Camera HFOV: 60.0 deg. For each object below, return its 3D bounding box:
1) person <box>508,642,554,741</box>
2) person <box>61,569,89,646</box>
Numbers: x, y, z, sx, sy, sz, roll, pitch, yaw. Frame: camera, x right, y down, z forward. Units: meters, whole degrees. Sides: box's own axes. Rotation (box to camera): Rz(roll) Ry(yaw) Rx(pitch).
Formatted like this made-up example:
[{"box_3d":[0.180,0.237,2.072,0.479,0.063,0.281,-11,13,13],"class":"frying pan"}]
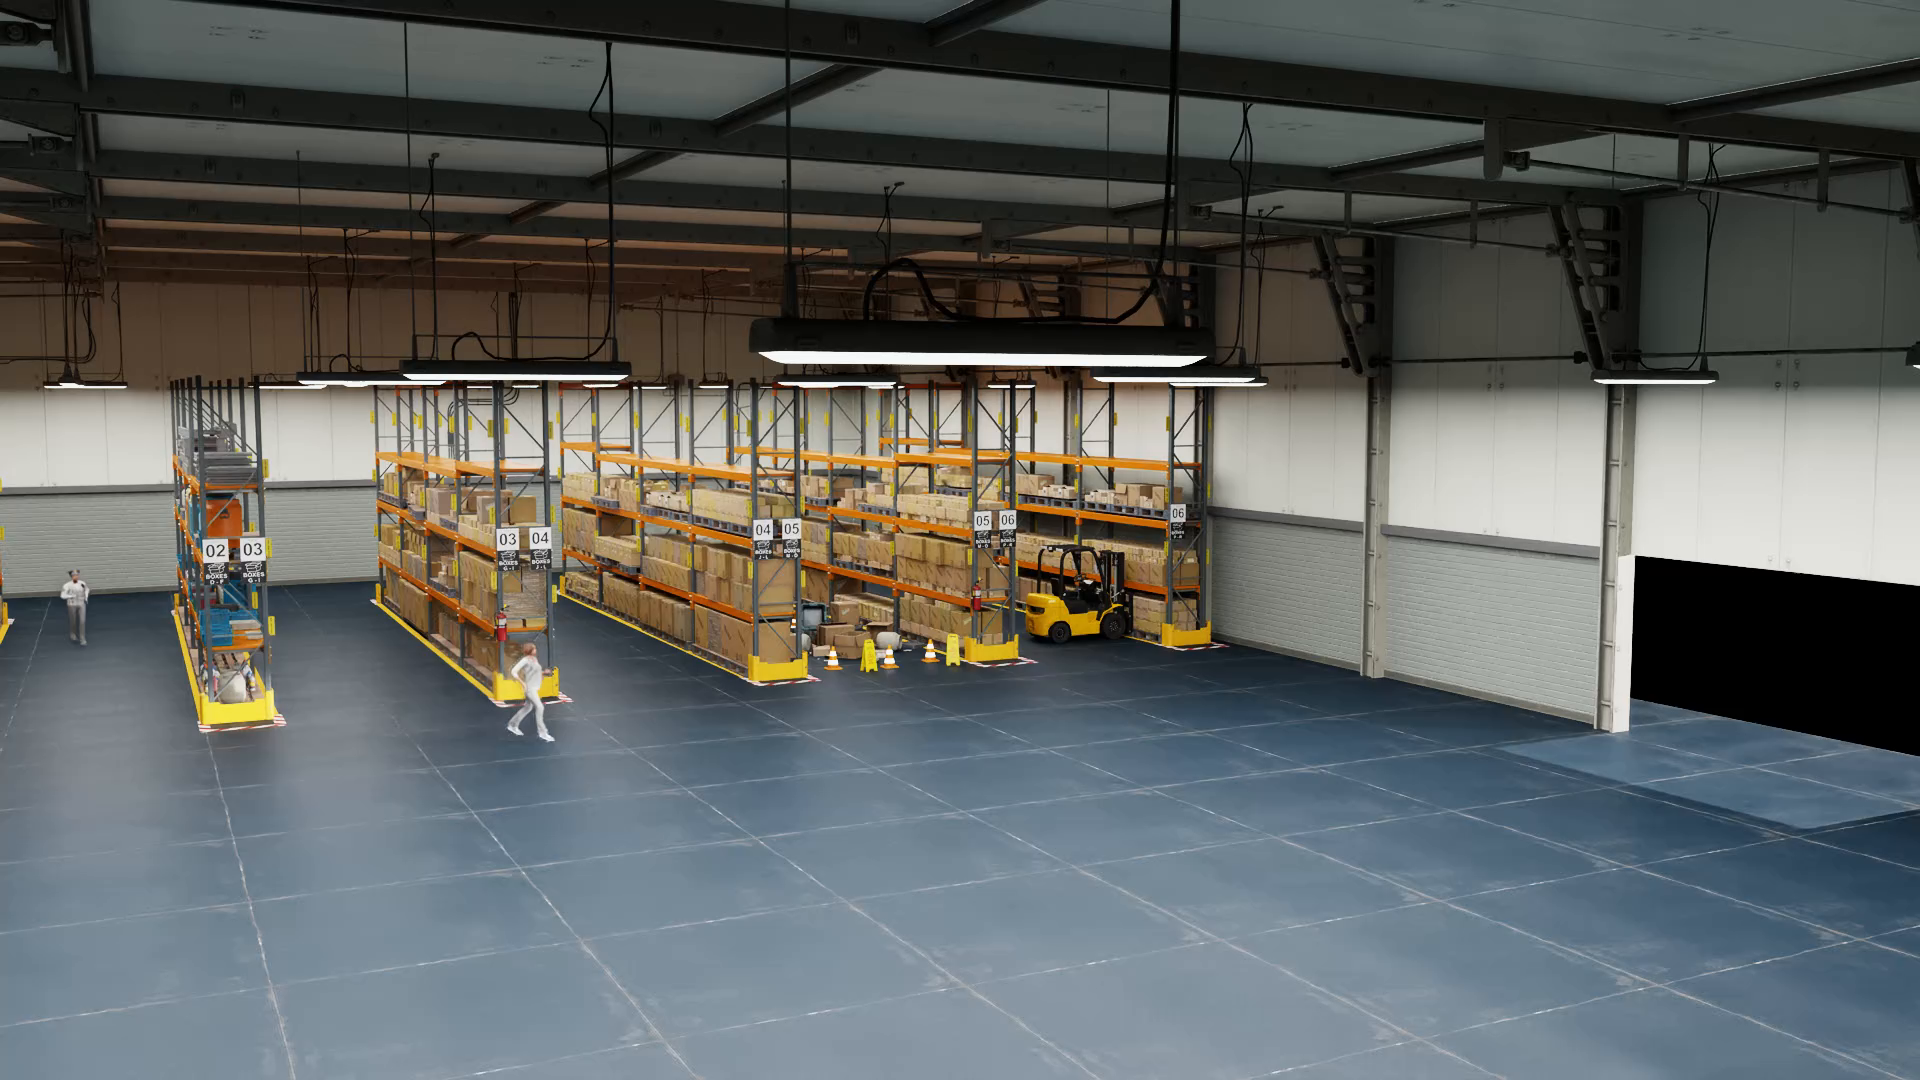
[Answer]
[{"box_3d":[-7.053,2.483,27.280,0.812,1.620,0.524,0,5,3],"class":"person"},{"box_3d":[-20.022,1.506,37.684,0.612,1.701,0.920,-4,7,-39],"class":"person"}]
